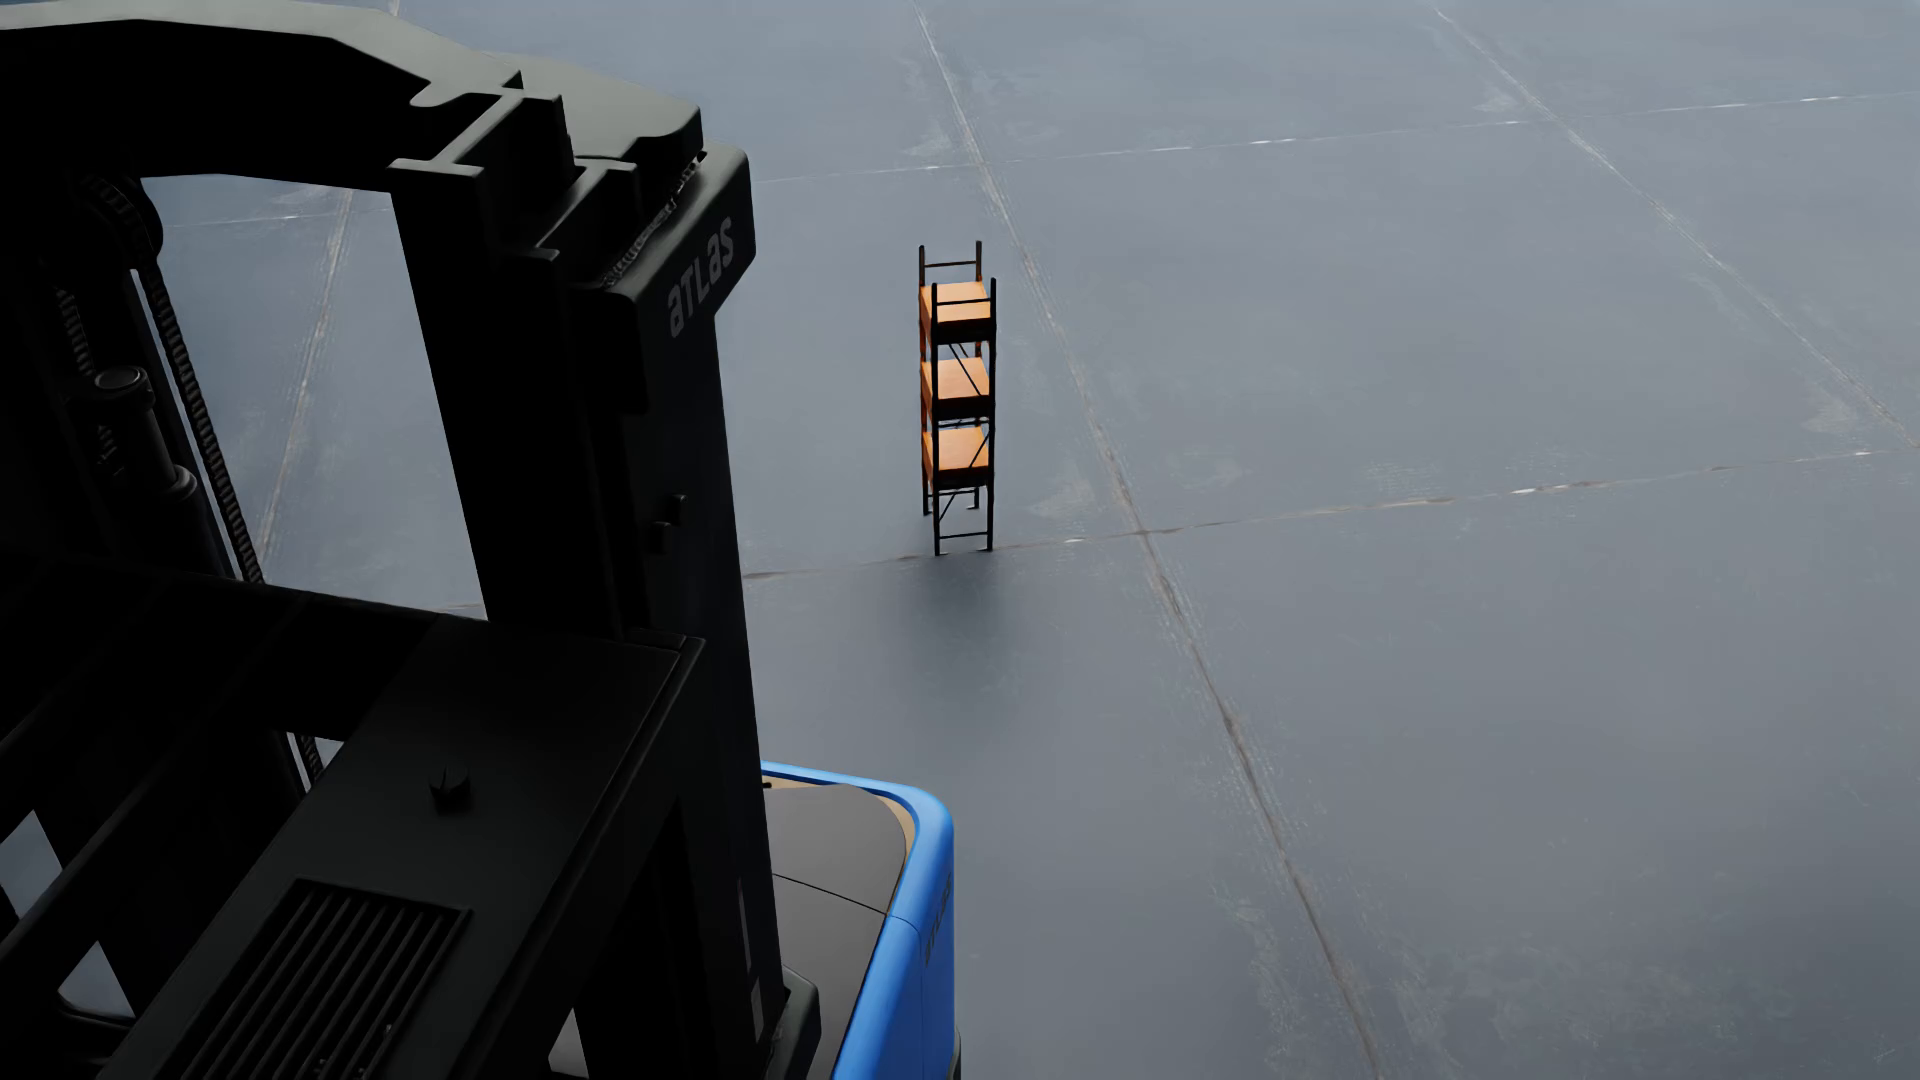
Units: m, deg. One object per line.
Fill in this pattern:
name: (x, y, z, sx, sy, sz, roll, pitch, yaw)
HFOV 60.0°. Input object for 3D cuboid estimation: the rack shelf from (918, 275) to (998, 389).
rack shelf: (-0.009, -0.663, 5.302, 0.215, 0.259, 0.240, -6, 38, -8)

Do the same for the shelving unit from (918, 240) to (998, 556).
shelving unit: (-0.009, -0.447, 5.470, 0.215, 1.050, 0.252, -6, 38, -8)

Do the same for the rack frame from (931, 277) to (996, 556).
rack frame: (0.012, -0.373, 5.375, 0.200, 1.050, 0.008, -6, 38, -8)

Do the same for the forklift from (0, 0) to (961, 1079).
forklift: (-0.836, 1.010, 2.061, 1.130, 2.935, 3.031, 8, 39, 10)

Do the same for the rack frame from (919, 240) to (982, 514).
rack frame: (-0.031, -0.521, 5.564, 0.200, 1.050, 0.008, -6, 38, -8)

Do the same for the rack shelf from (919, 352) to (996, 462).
rack shelf: (-0.009, -0.439, 5.476, 0.215, 0.259, 0.240, -6, 38, -8)

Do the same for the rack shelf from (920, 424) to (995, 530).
rack shelf: (-0.009, -0.219, 5.647, 0.215, 0.259, 0.240, -6, 38, -8)
